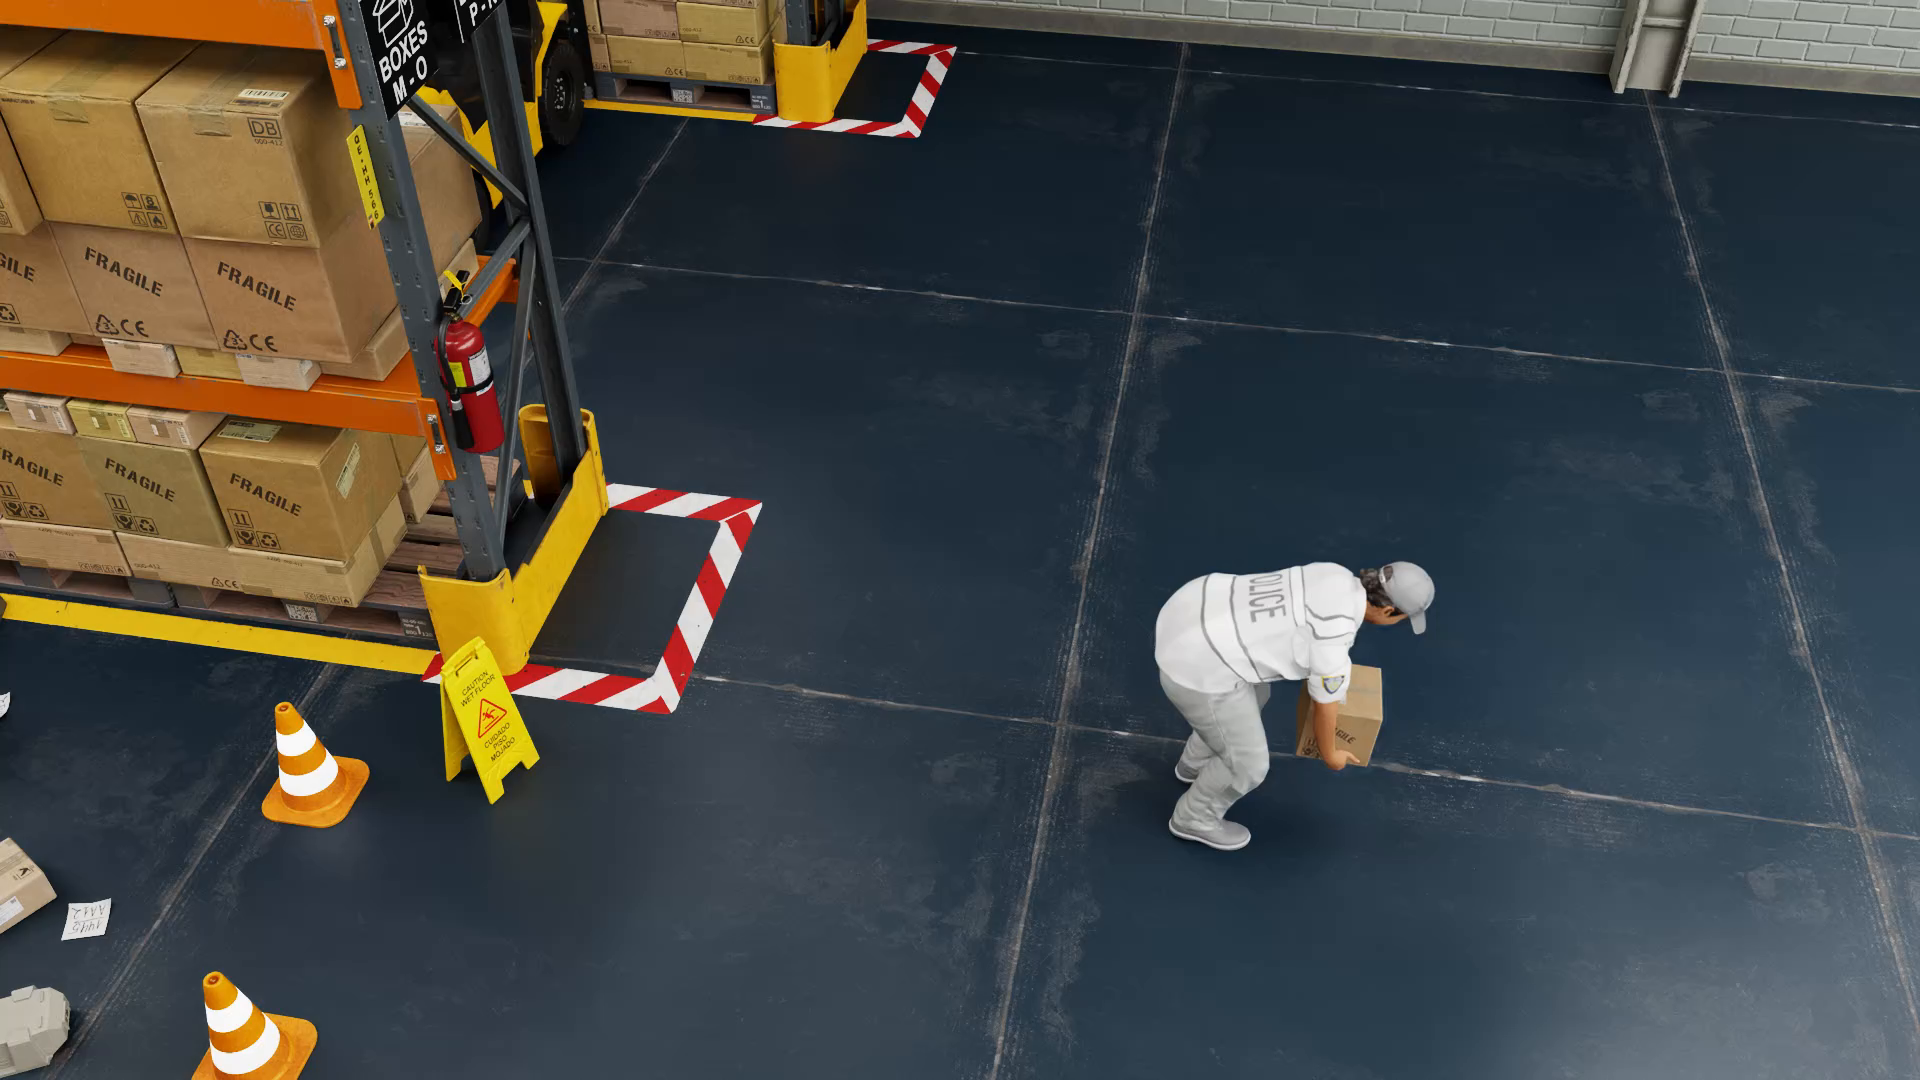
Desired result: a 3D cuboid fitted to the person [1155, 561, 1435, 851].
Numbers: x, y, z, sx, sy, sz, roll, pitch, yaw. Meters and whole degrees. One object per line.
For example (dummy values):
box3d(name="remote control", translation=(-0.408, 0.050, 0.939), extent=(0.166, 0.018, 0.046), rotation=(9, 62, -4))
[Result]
box3d(name="person", translation=(1.115, 0.547, 5.839), extent=(0.892, 1.258, 0.474), rotation=(5, 41, 6))
